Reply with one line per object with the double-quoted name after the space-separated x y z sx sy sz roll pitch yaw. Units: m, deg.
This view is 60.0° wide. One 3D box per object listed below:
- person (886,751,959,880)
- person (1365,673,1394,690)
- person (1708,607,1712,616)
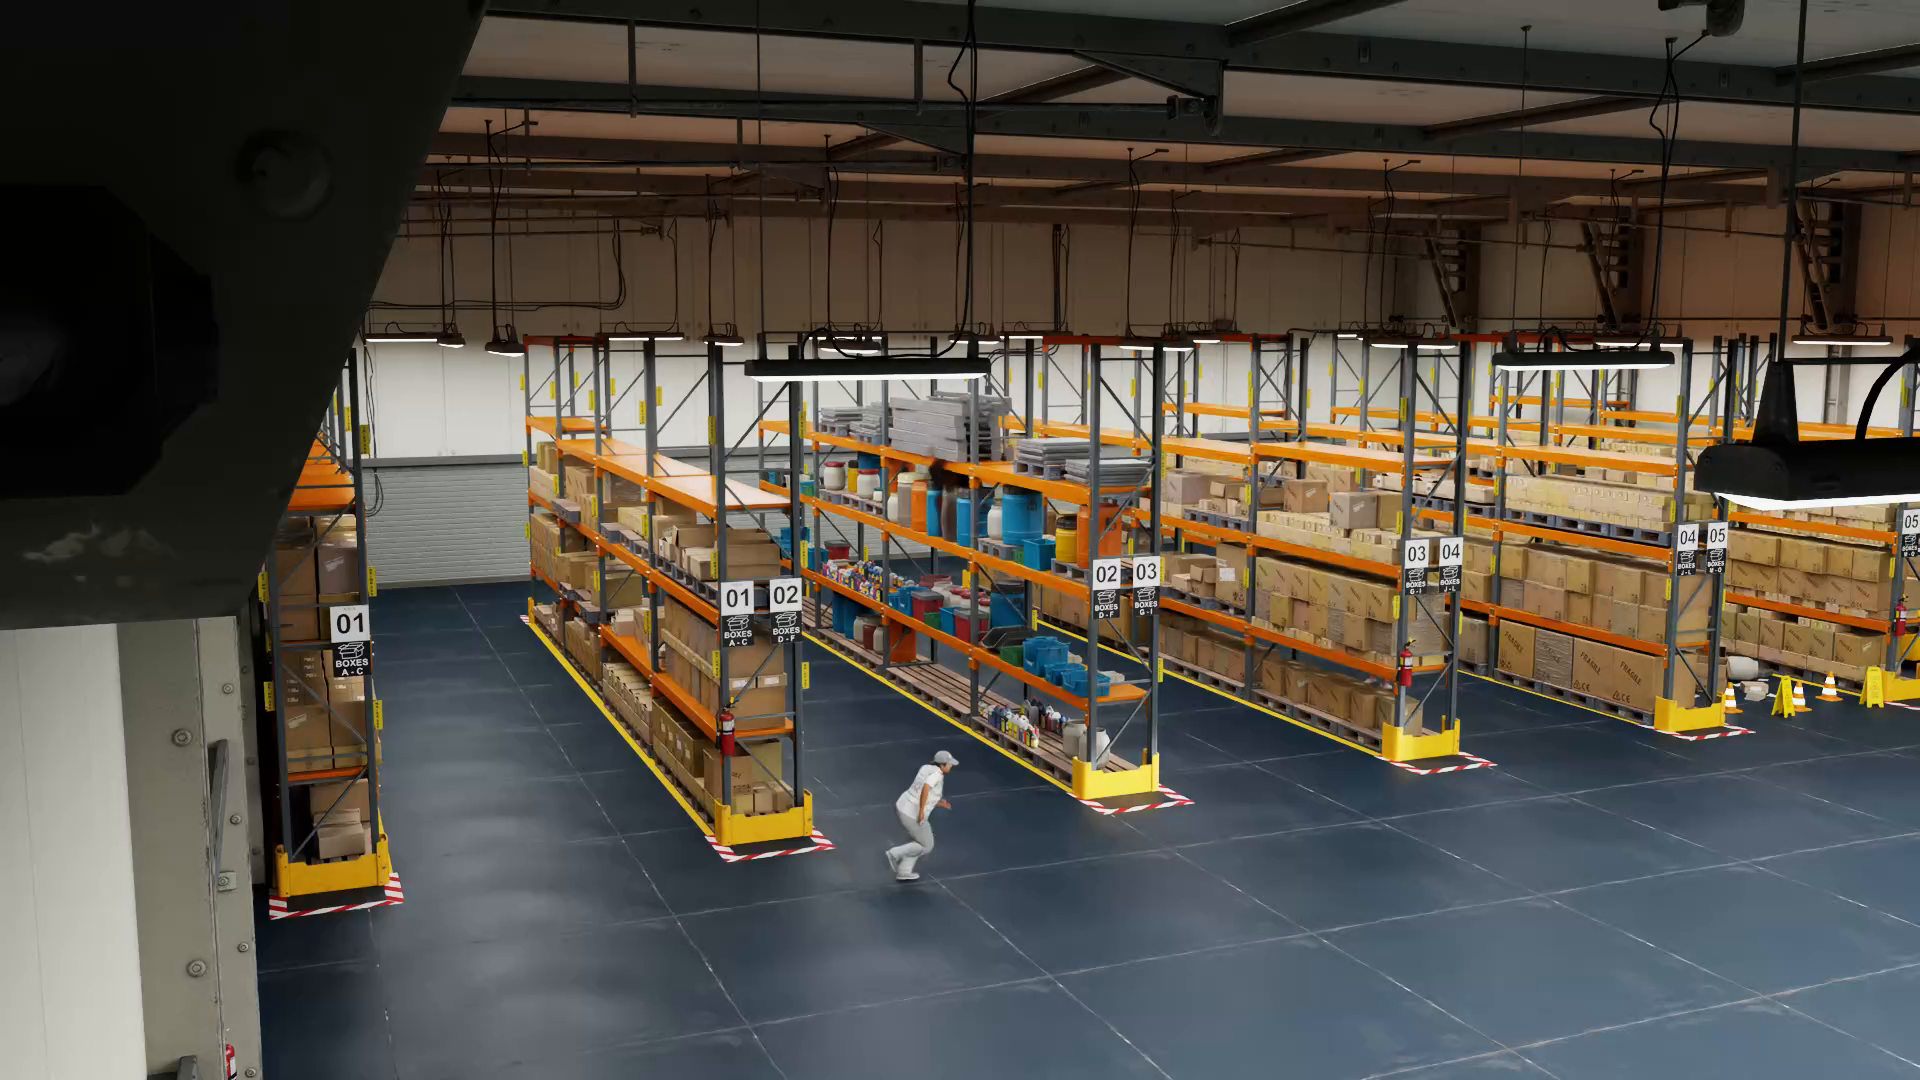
-0.421 3.128 18.752 0.857 1.484 0.631 -2 8 -15 "person"
7.253 1.726 28.503 0.570 1.650 0.470 -1 8 -11 "person"
15.285 1.069 33.798 0.733 1.586 0.927 -7 10 -43 "person"
